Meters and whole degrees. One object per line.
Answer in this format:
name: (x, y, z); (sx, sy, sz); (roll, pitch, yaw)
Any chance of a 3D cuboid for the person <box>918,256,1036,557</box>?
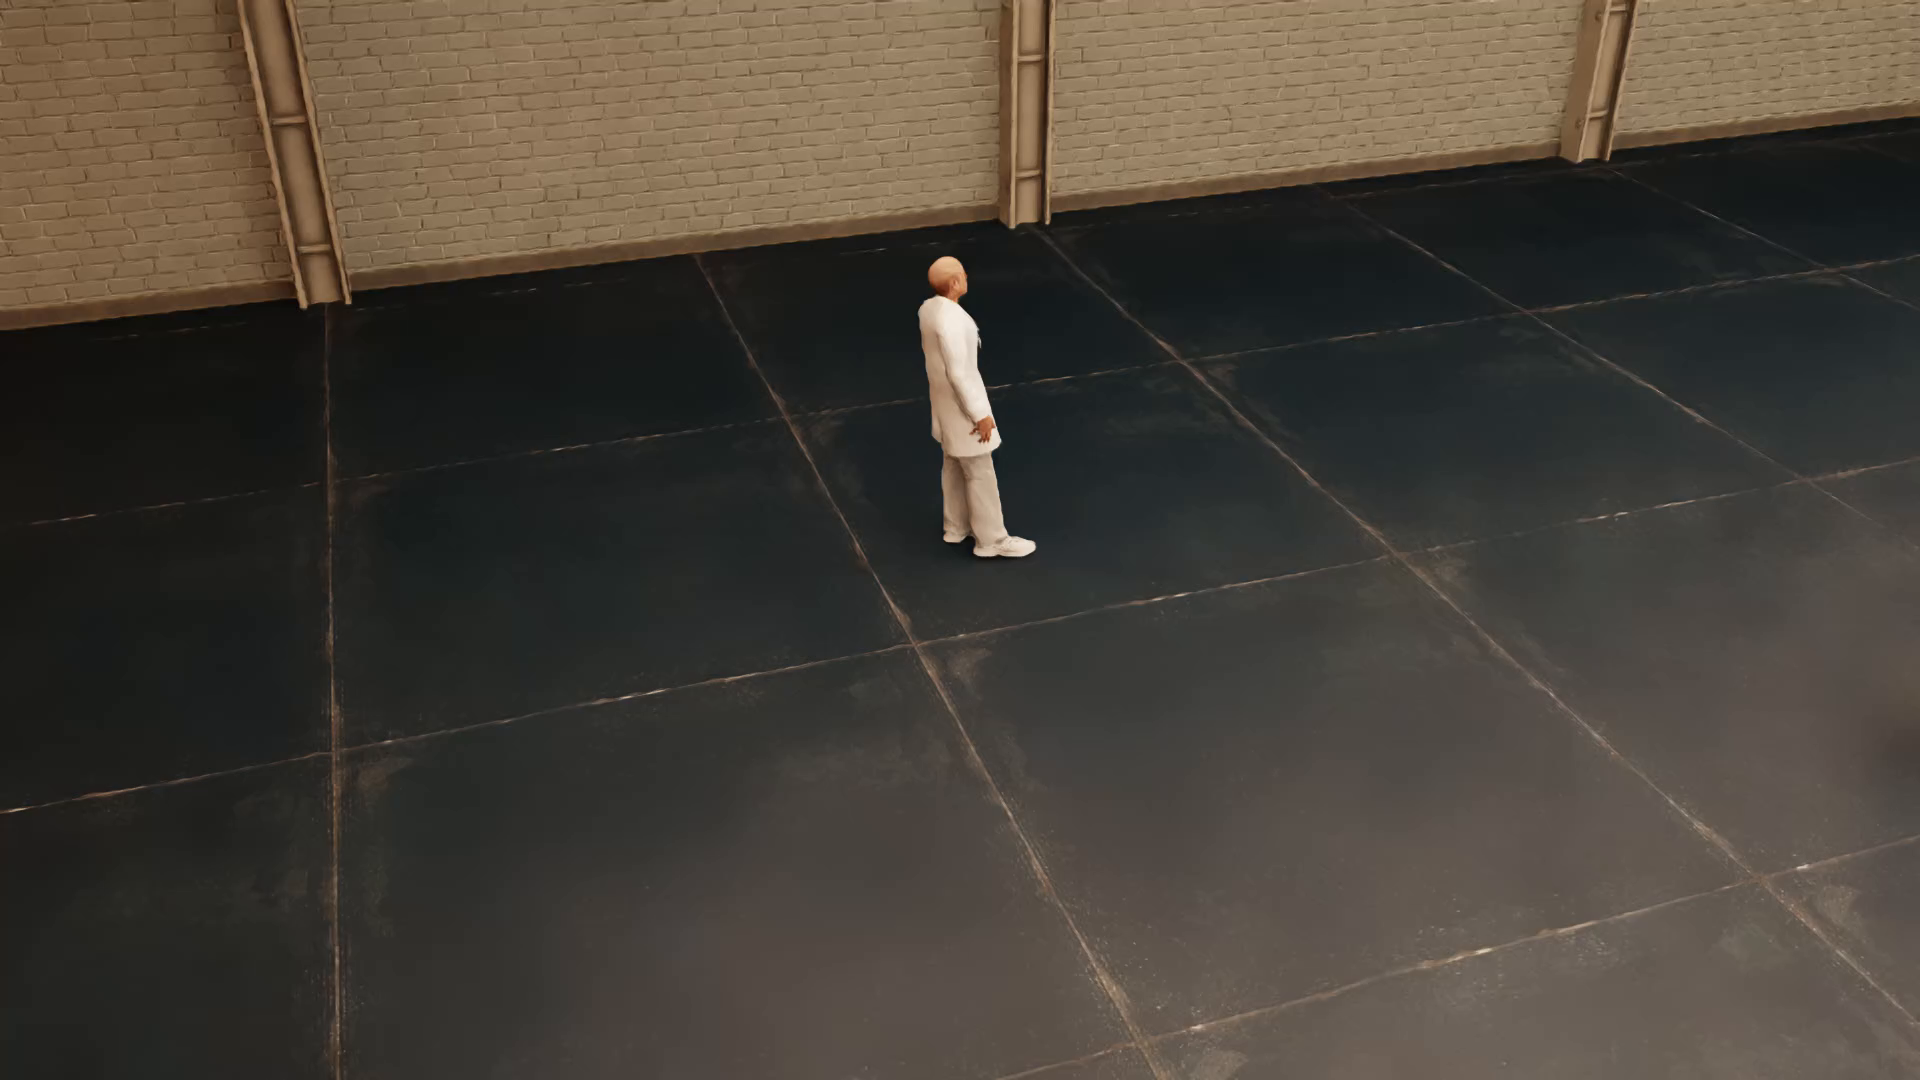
person: (0.088, -0.789, 9.600); (0.579, 1.776, 0.694); (-10, 31, -16)
